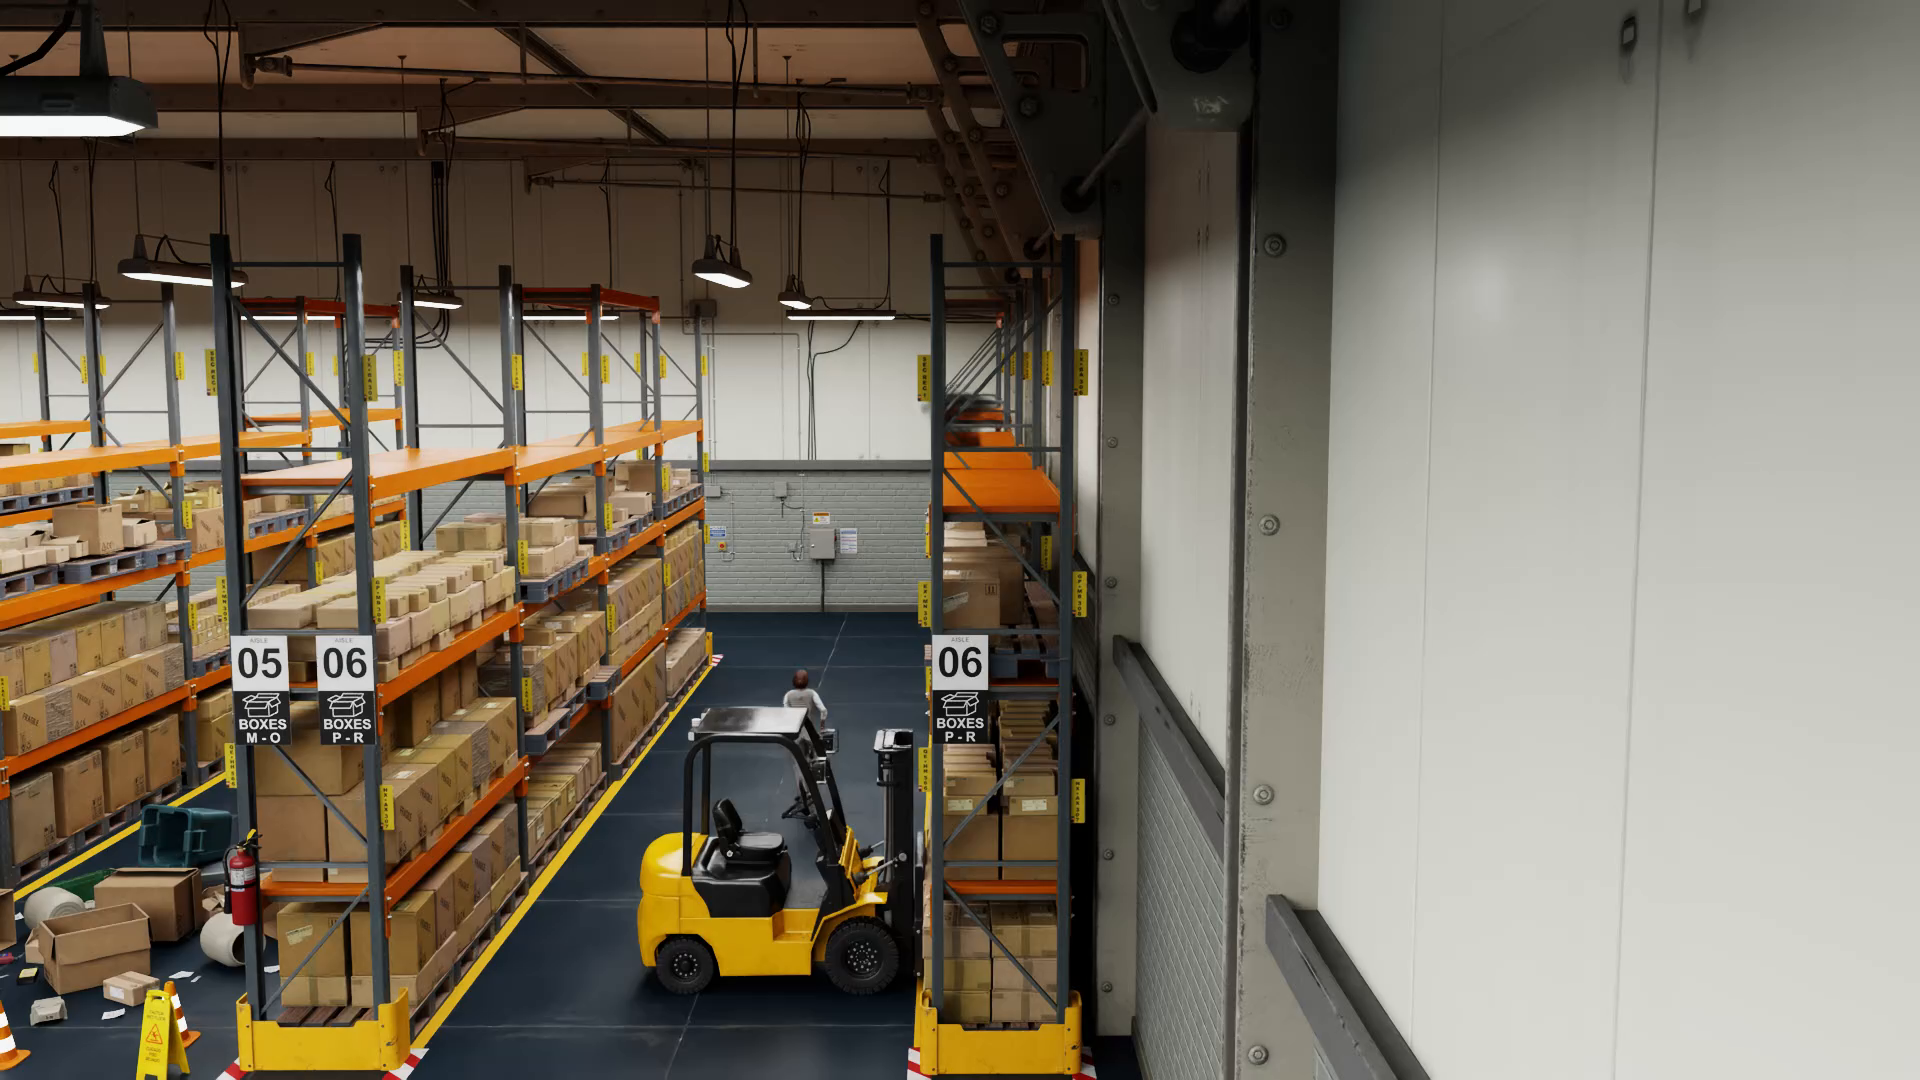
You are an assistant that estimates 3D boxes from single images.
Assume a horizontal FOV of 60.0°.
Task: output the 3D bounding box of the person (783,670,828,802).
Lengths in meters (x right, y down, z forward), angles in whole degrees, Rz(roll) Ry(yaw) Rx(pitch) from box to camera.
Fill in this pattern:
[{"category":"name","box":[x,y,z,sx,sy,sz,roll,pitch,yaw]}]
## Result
[{"category":"person","box":[-1.811,2.255,19.213,0.507,1.561,0.613,-2,6,-14]}]
